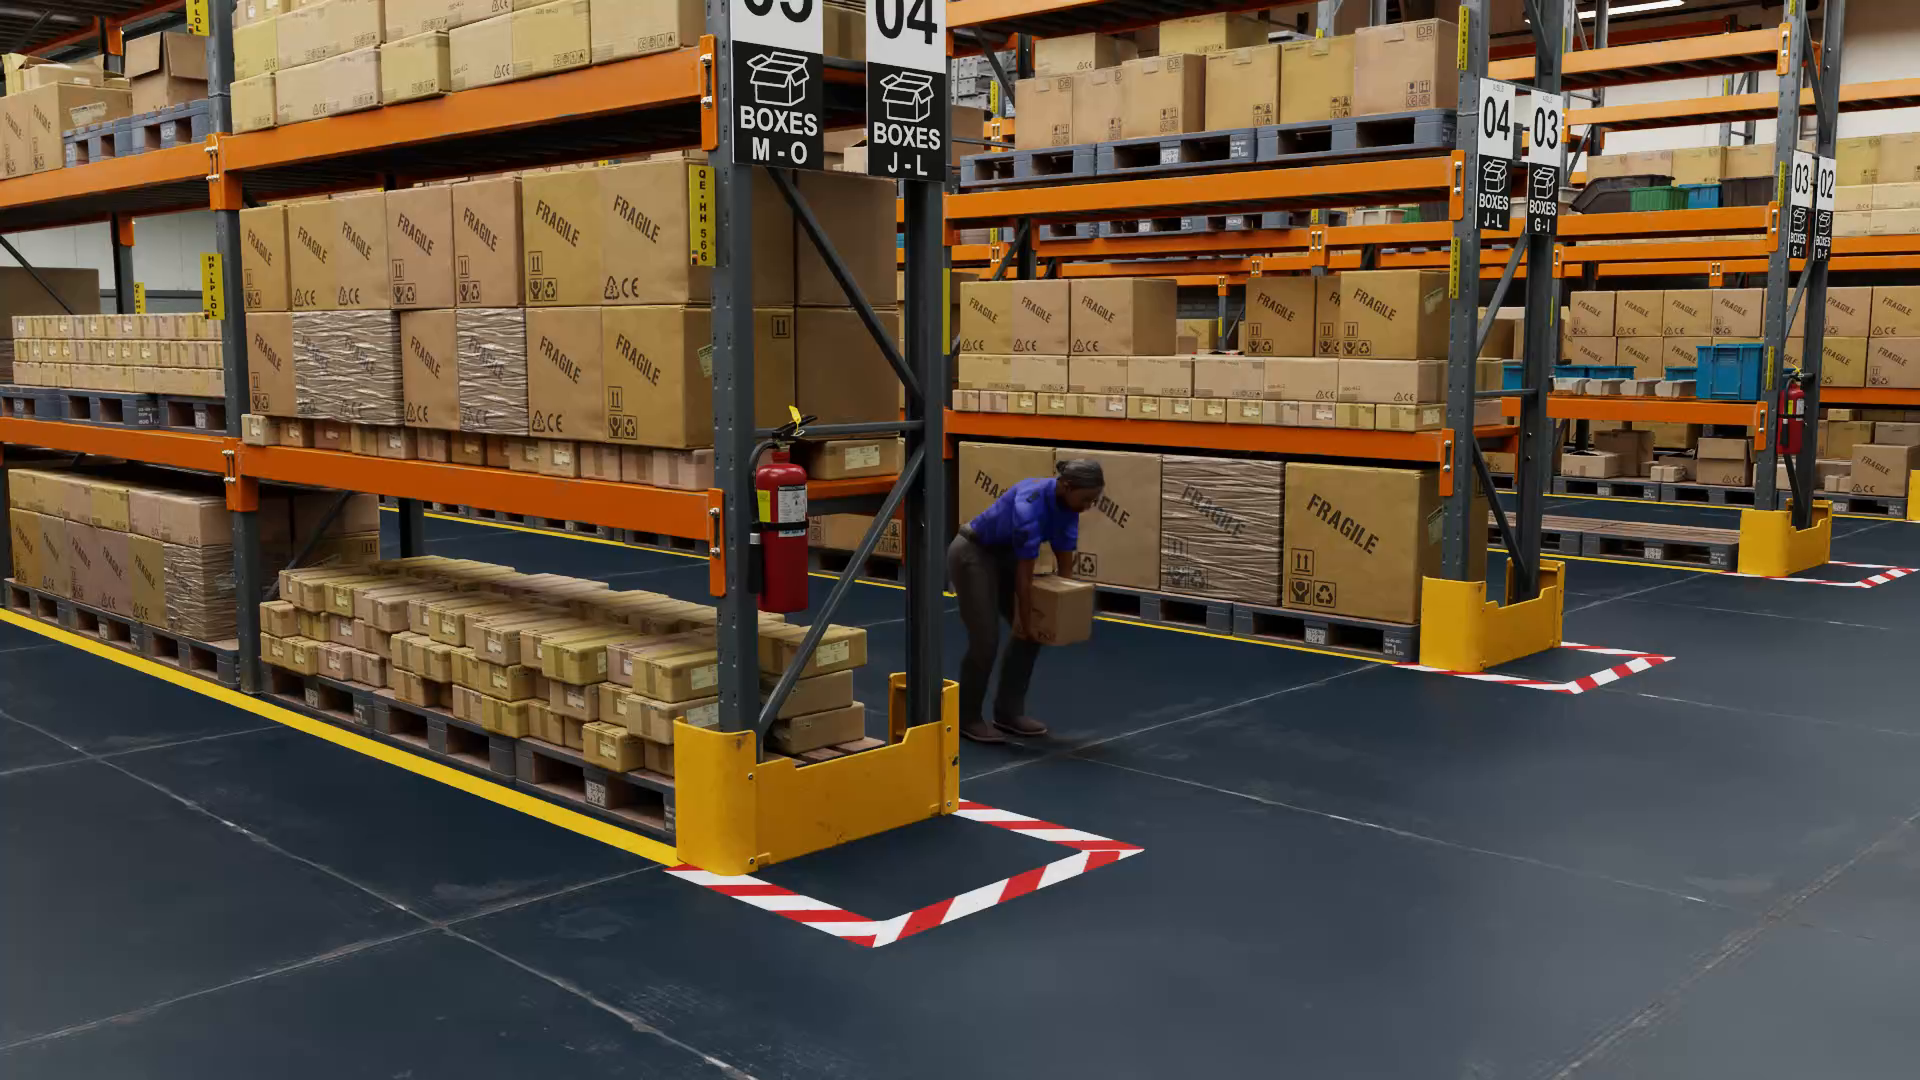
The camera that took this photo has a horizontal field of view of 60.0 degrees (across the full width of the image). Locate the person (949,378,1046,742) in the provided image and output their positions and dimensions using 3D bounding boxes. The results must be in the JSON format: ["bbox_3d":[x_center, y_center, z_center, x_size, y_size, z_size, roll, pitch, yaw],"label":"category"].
[{"bbox_3d":[0.214,0.141,7.609,0.493,1.545,0.445,7,10,44],"label":"person"}]
